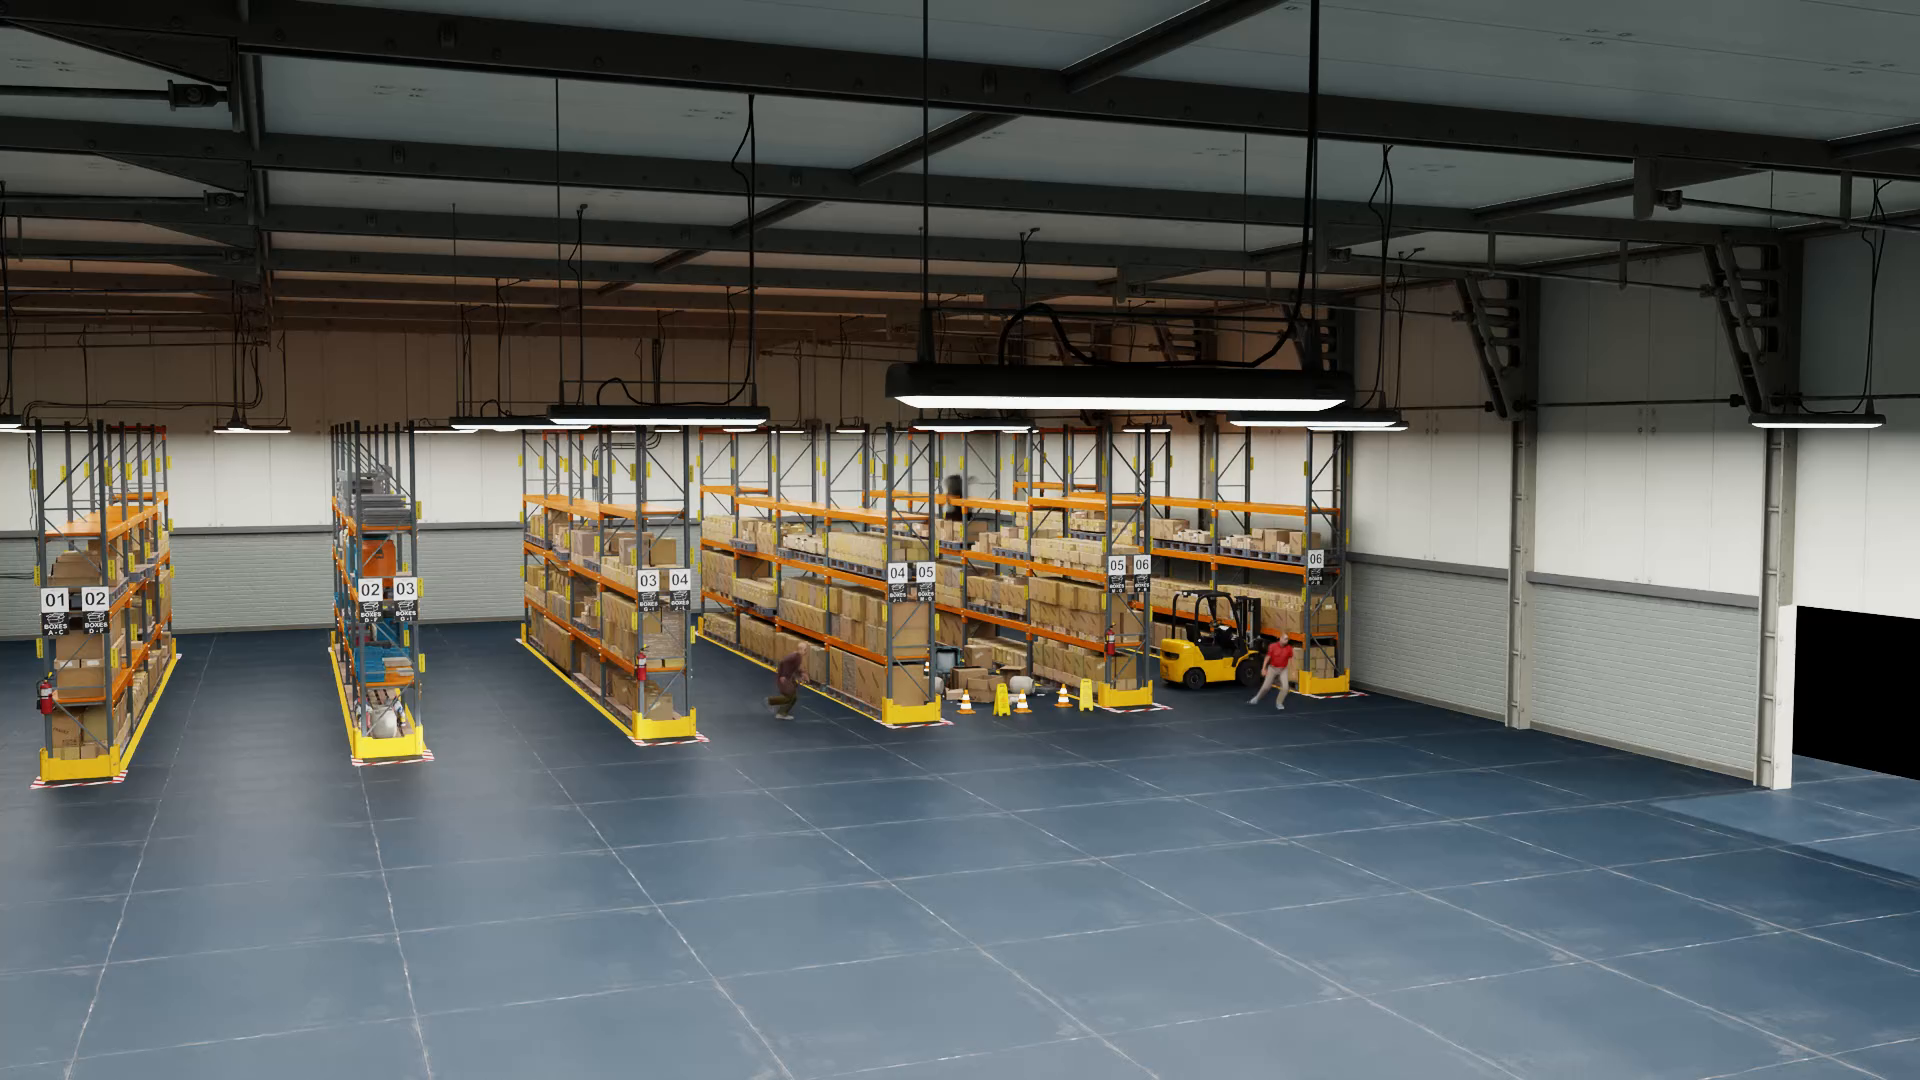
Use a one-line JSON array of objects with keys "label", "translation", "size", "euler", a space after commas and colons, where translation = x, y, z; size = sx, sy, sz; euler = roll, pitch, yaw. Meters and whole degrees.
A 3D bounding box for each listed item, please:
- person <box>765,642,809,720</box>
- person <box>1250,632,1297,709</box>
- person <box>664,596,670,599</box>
[{"label": "person", "translation": [-3.507, 2.846, 33.519], "size": [0.914, 1.584, 0.734], "euler": [1, 4, 15]}, {"label": "person", "translation": [6.595, 2.724, 34.946], "size": [0.855, 1.629, 0.749], "euler": [-1, 4, -9]}, {"label": "person", "translation": [-8.110, 2.009, 46.112], "size": [0.554, 1.683, 0.692], "euler": [-1, 4, -17]}]
